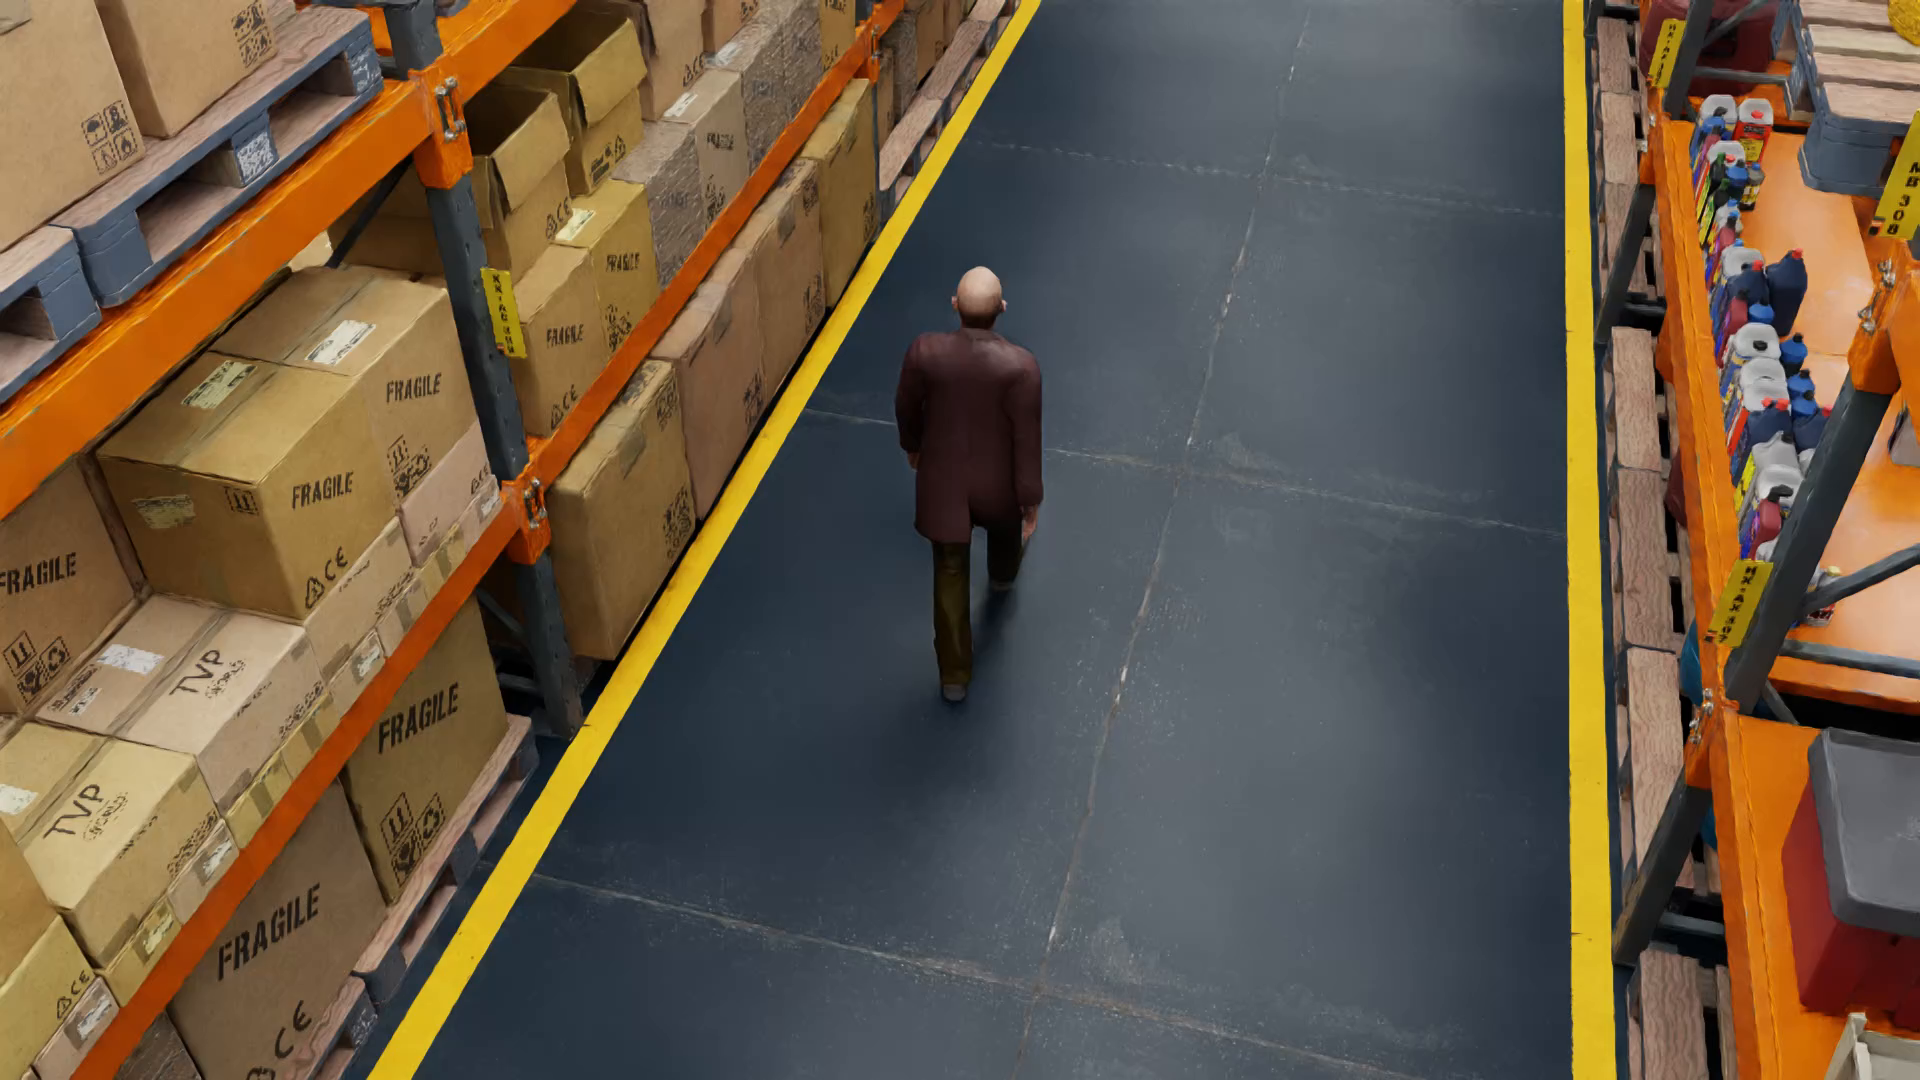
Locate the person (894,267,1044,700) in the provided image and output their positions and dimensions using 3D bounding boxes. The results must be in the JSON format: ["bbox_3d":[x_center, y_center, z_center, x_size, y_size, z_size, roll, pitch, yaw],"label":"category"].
[{"bbox_3d":[0.050,-0.328,6.556,0.607,1.723,1.046,5,41,6],"label":"person"}]
